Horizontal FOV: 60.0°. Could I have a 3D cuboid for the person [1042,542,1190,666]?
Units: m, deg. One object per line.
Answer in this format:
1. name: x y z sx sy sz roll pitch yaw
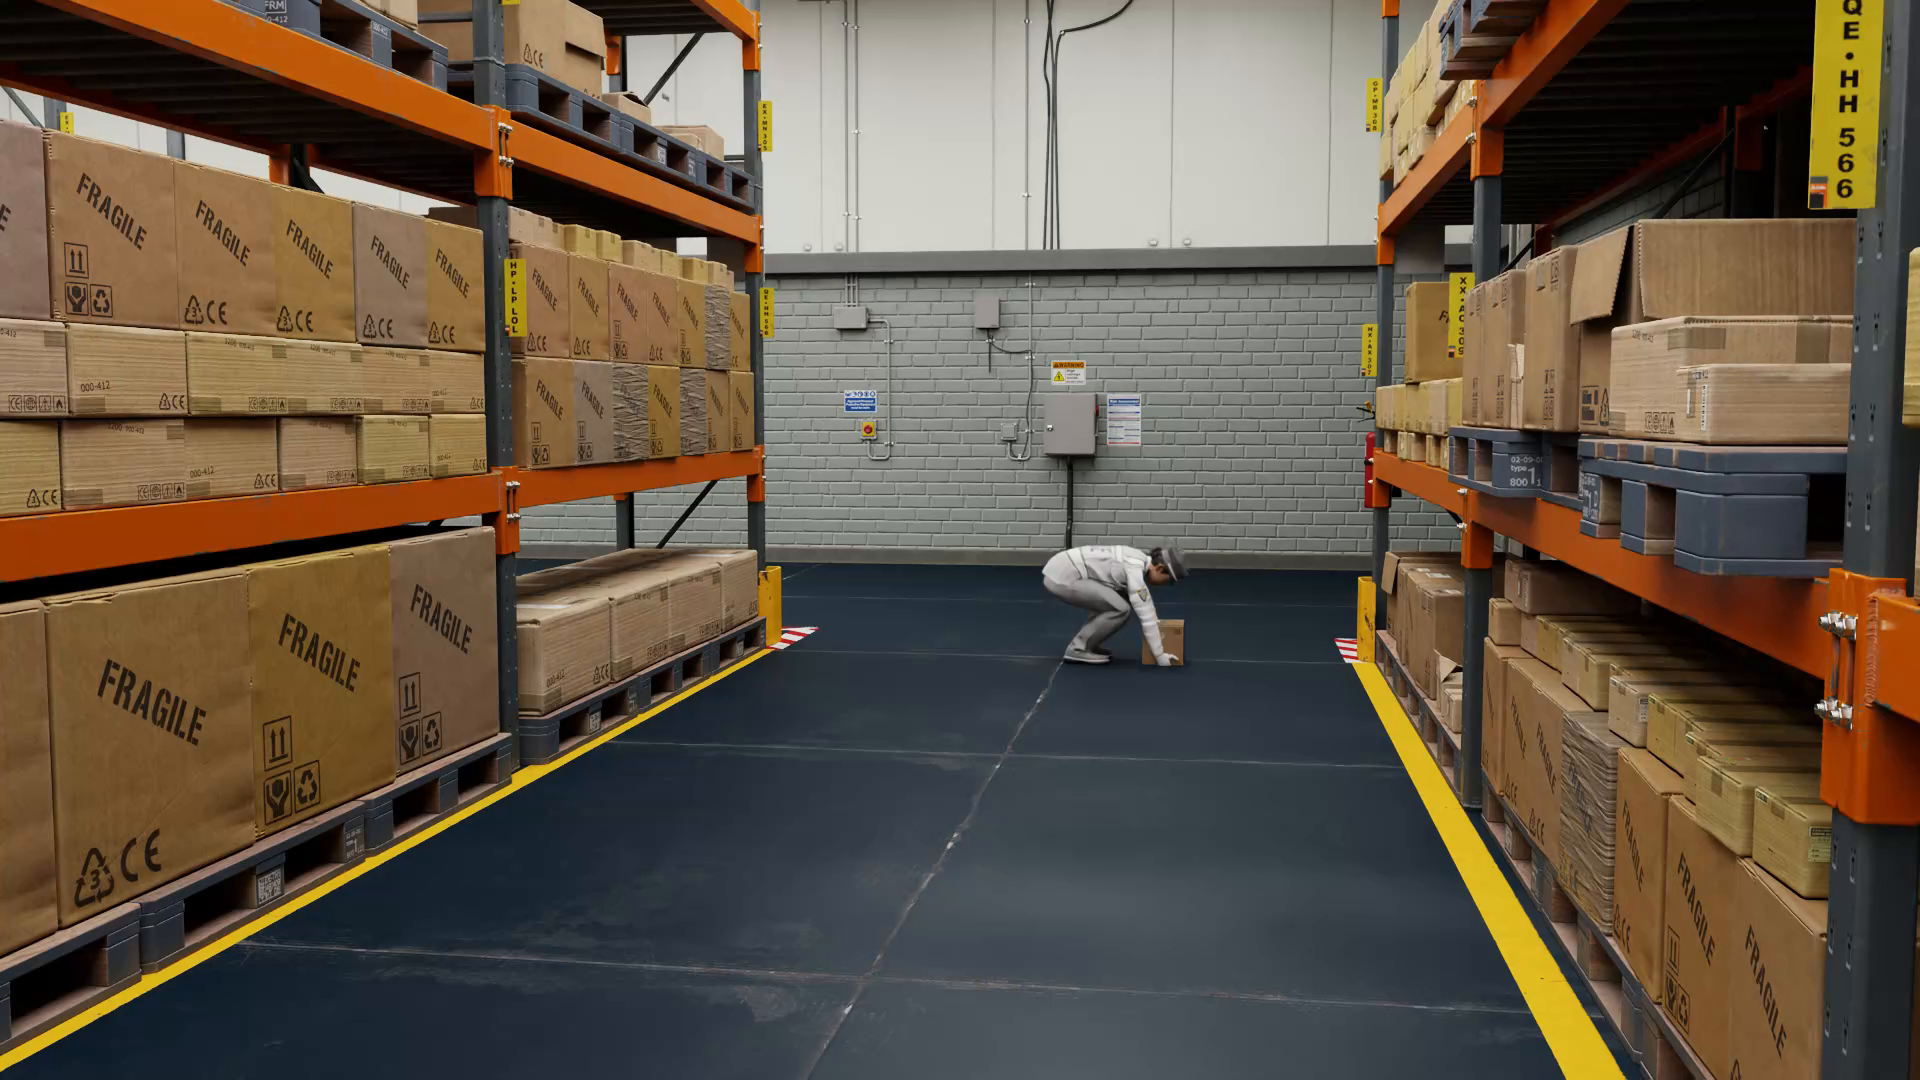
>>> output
1. person: 0.970 0.392 10.351 0.915 0.762 0.456 1 5 7
